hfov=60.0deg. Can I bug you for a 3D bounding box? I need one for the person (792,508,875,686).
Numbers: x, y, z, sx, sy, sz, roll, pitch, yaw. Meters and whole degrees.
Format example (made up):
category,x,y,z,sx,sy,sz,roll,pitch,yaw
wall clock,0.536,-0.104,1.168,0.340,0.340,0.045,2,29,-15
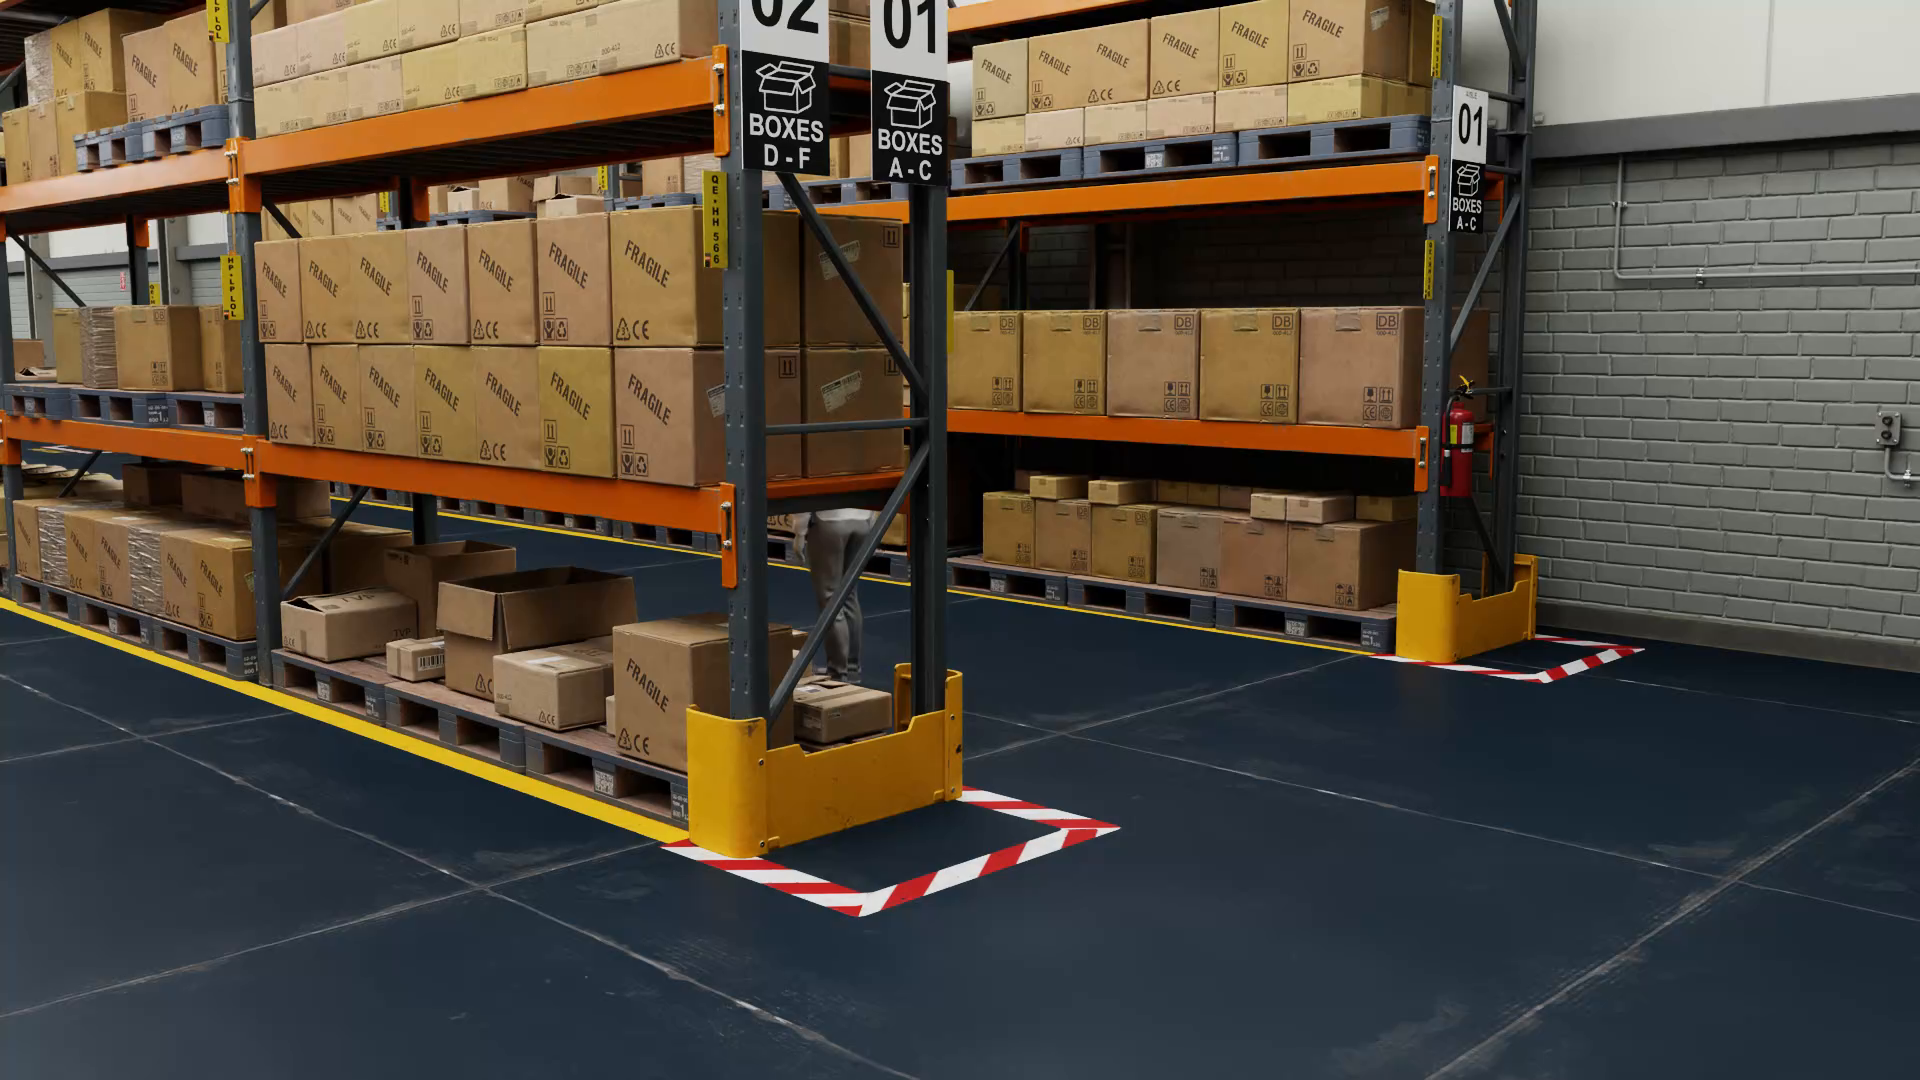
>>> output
category,x,y,z,sx,sy,sz,roll,pitch,yaw
person,-0.693,-0.050,8.588,0.429,1.679,0.482,7,10,43
